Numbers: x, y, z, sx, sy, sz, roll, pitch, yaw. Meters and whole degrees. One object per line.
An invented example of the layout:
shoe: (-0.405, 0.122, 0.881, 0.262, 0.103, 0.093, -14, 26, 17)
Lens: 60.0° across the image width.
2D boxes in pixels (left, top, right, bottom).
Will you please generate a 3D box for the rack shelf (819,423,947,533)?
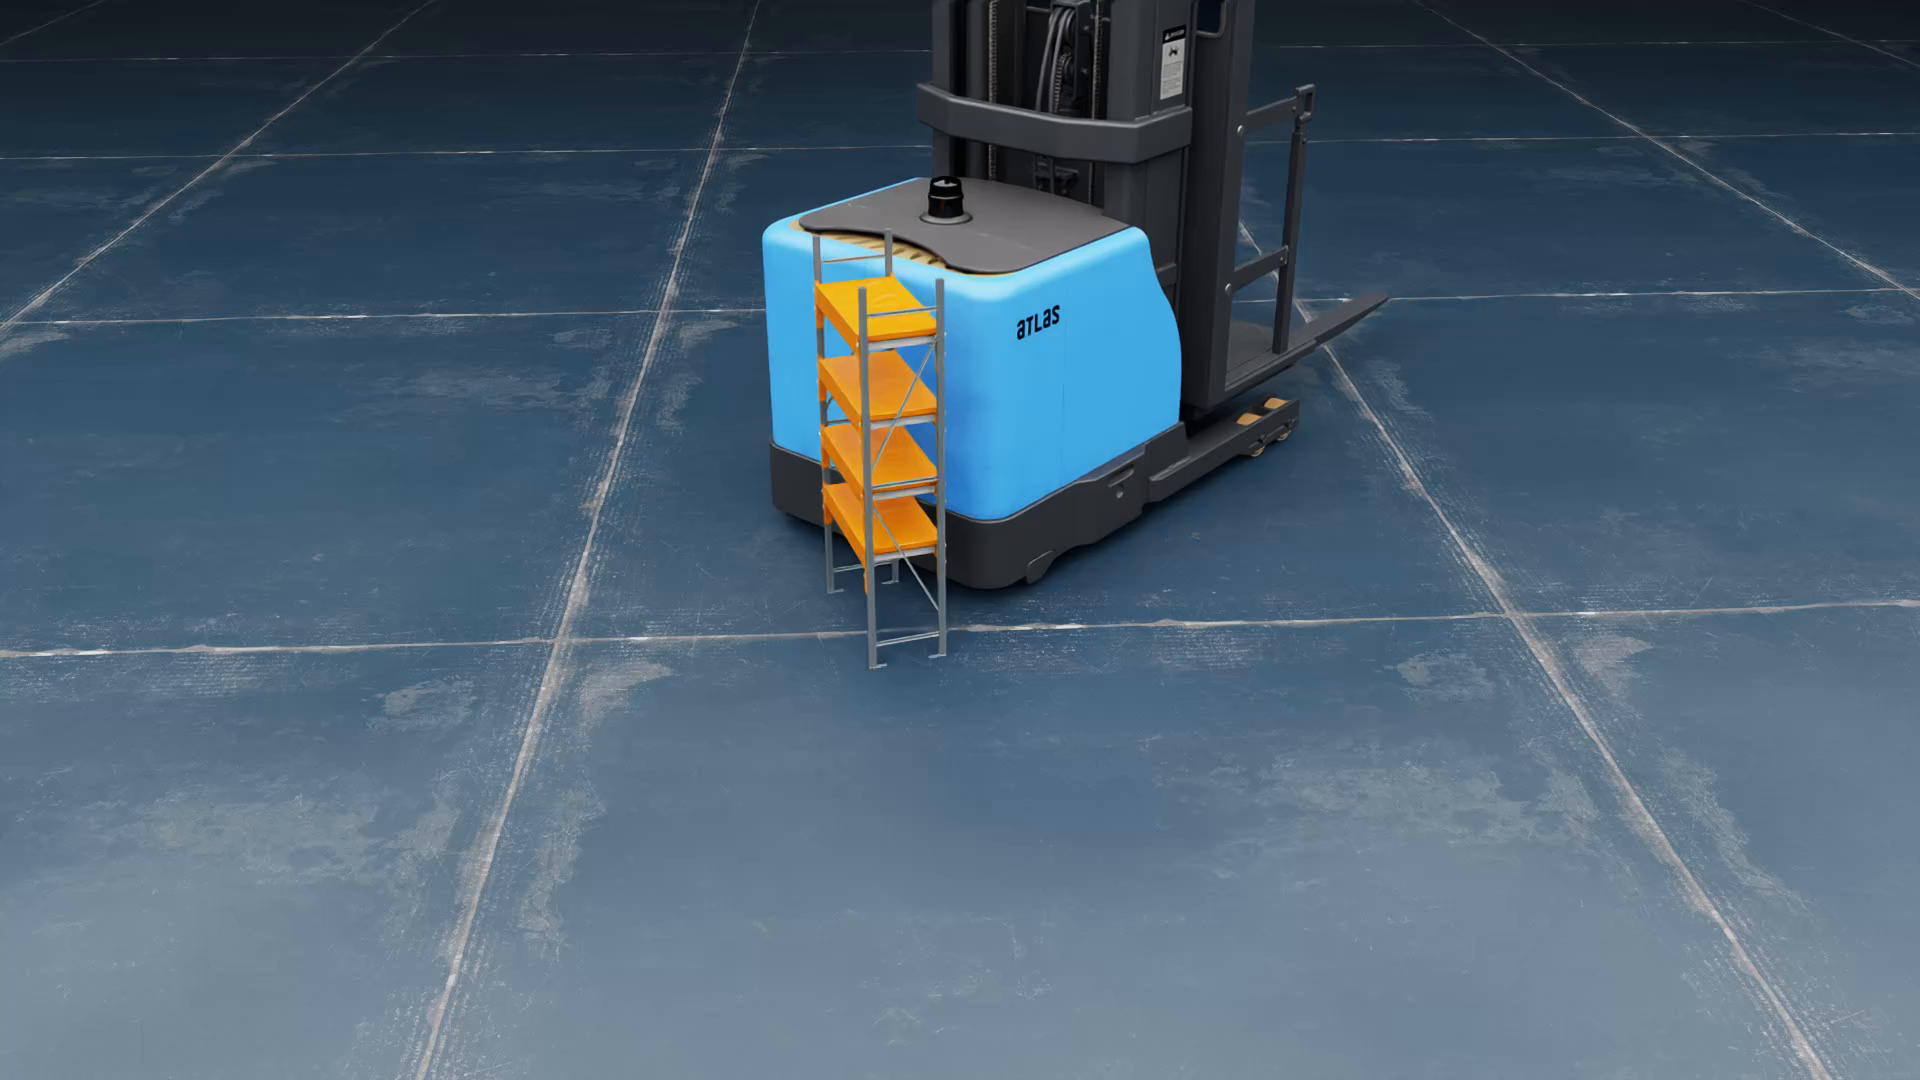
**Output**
rack shelf: (-0.237, -0.208, 4.996, 0.258, 0.148, 0.480, -9, 29, -17)

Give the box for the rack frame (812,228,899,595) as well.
rack frame: (-0.317, -0.374, 5.170, 0.240, 1.200, 0.015, -9, 29, -17)

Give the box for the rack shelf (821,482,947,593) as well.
rack shelf: (-0.237, -0.032, 5.088, 0.258, 0.148, 0.480, -9, 29, -17)

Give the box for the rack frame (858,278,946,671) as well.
rack frame: (-0.158, -0.160, 4.760, 0.240, 1.200, 0.015, -9, 29, -17)

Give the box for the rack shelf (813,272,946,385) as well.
rack shelf: (-0.237, -0.616, 4.783, 0.258, 0.148, 0.480, -9, 29, -17)

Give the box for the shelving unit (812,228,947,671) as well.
shelving unit: (-0.237, -0.267, 4.965, 0.258, 1.200, 0.503, -9, 29, -17)

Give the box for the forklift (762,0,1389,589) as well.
forklift: (0.671, -1.750, 5.937, 1.130, 2.935, 3.031, 21, 34, 35)

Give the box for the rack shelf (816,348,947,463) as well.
rack shelf: (-0.237, -0.406, 4.893, 0.258, 0.148, 0.480, -9, 29, -17)
